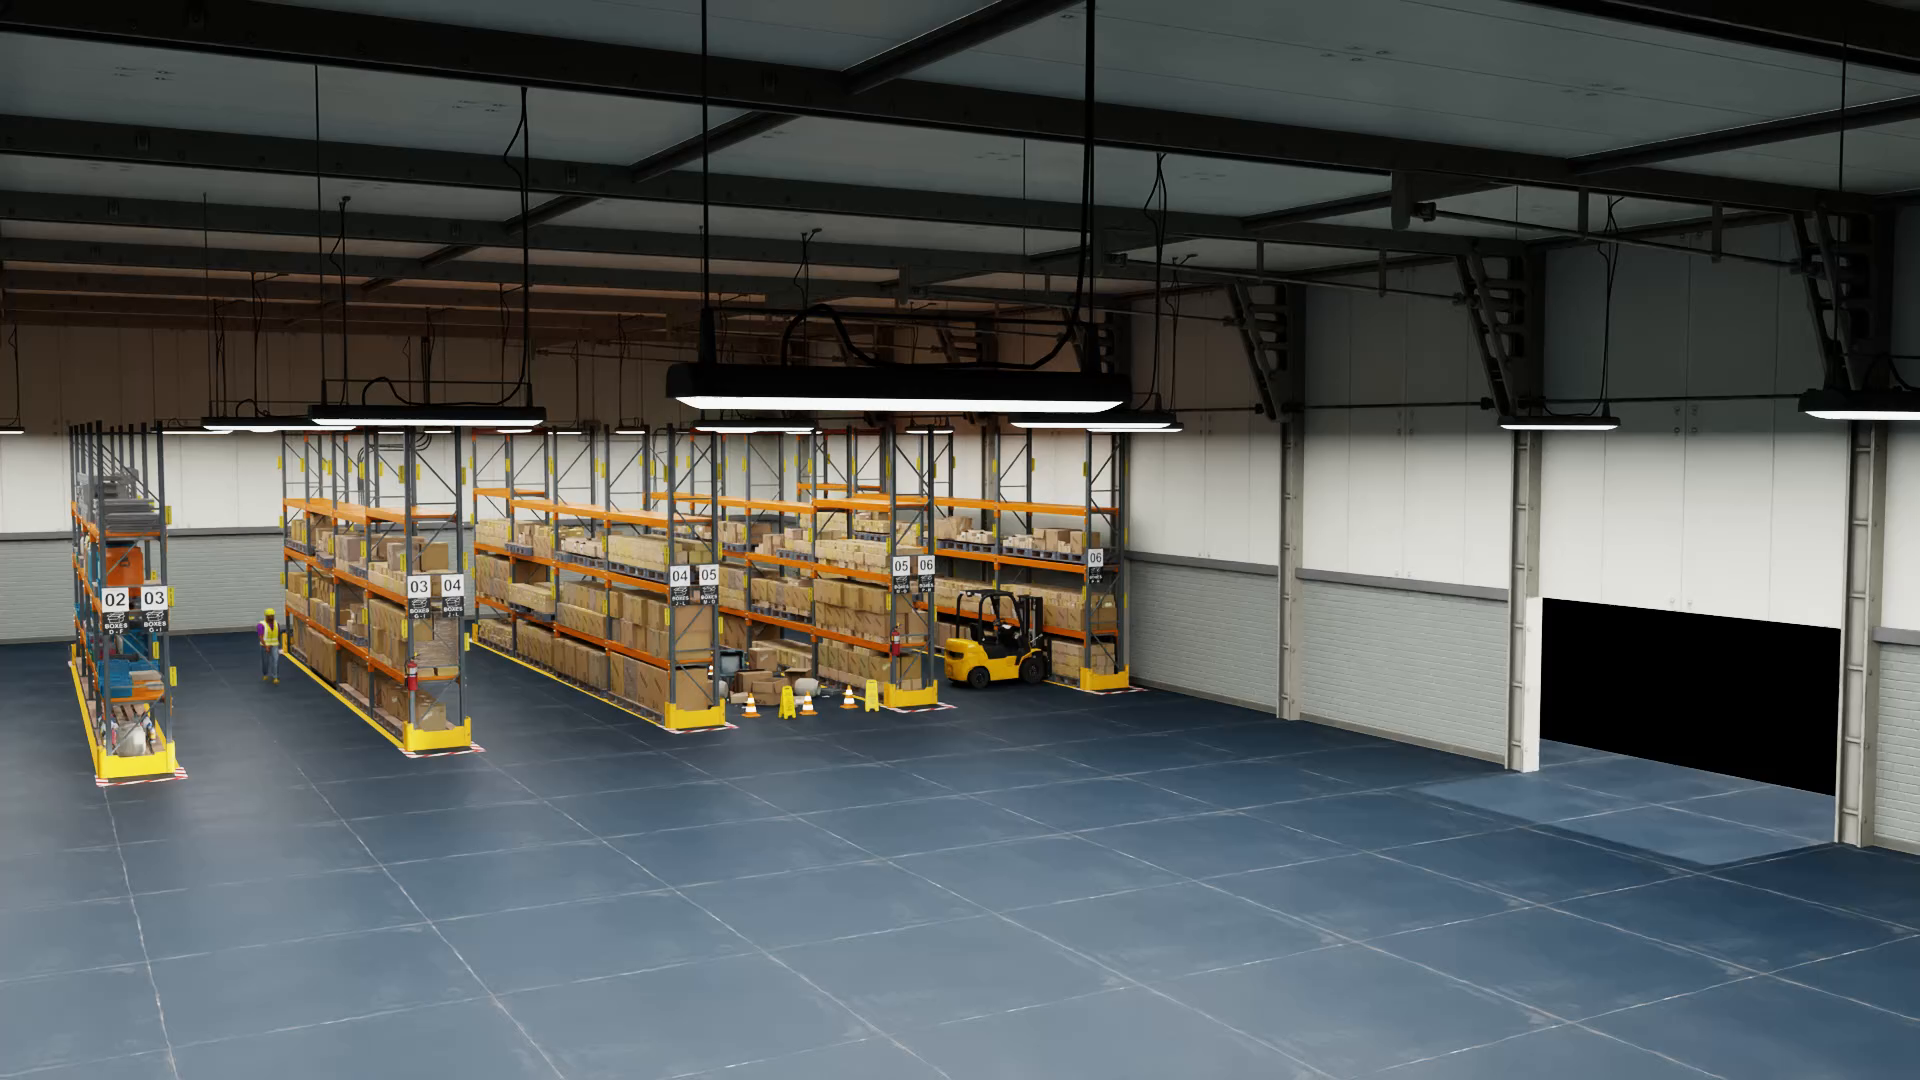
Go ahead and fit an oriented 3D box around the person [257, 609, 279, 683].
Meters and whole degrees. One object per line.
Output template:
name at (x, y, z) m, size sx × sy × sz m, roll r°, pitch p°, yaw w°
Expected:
person at (-16.070, 2.458, 38.725) m, size 0.537 × 1.709 × 0.974 m, roll -3°, pitch 4°, yaw -37°
